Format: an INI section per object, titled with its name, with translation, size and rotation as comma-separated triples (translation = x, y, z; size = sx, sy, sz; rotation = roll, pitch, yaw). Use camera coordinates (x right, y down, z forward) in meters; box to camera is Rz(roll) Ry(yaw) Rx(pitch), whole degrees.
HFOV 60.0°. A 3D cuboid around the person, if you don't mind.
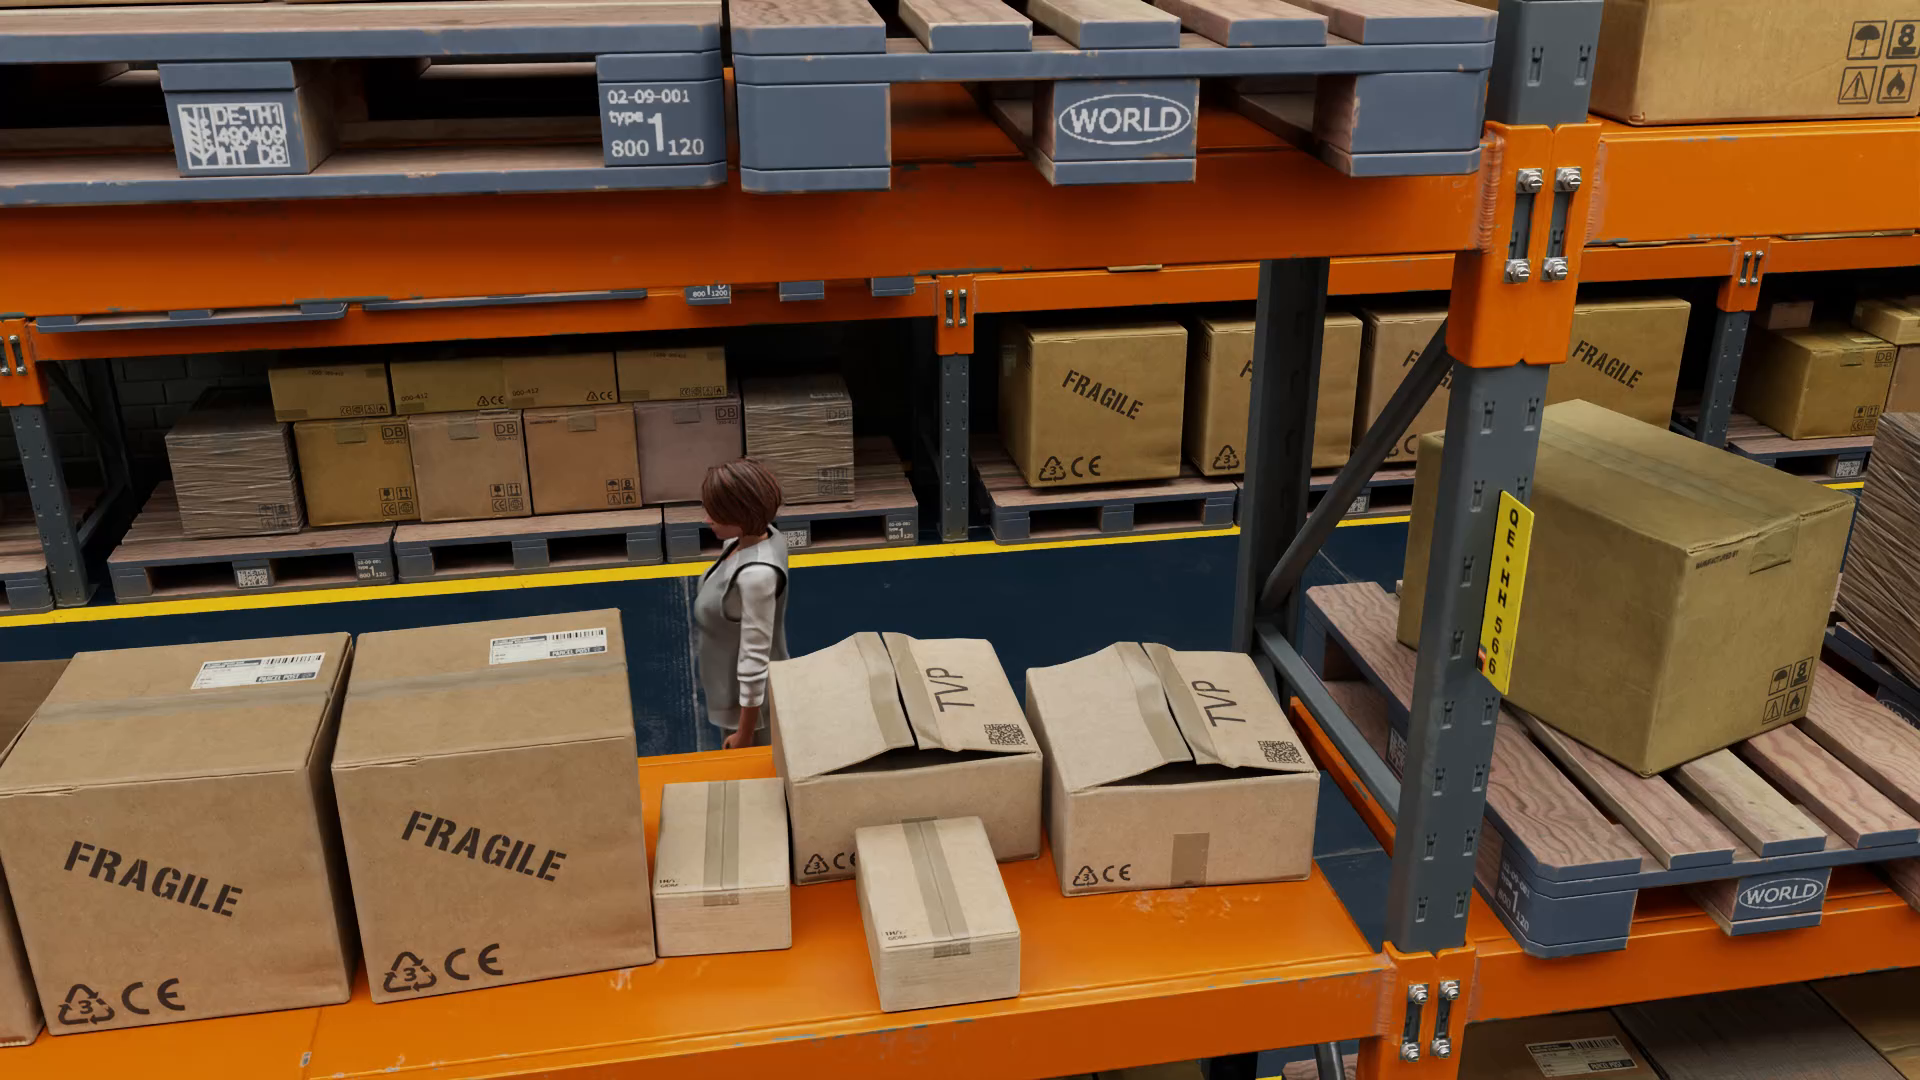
[person]
translation = -0.617, 0.508, 4.962
size = 0.306, 1.592, 0.407
rotation = -4, 24, -9
